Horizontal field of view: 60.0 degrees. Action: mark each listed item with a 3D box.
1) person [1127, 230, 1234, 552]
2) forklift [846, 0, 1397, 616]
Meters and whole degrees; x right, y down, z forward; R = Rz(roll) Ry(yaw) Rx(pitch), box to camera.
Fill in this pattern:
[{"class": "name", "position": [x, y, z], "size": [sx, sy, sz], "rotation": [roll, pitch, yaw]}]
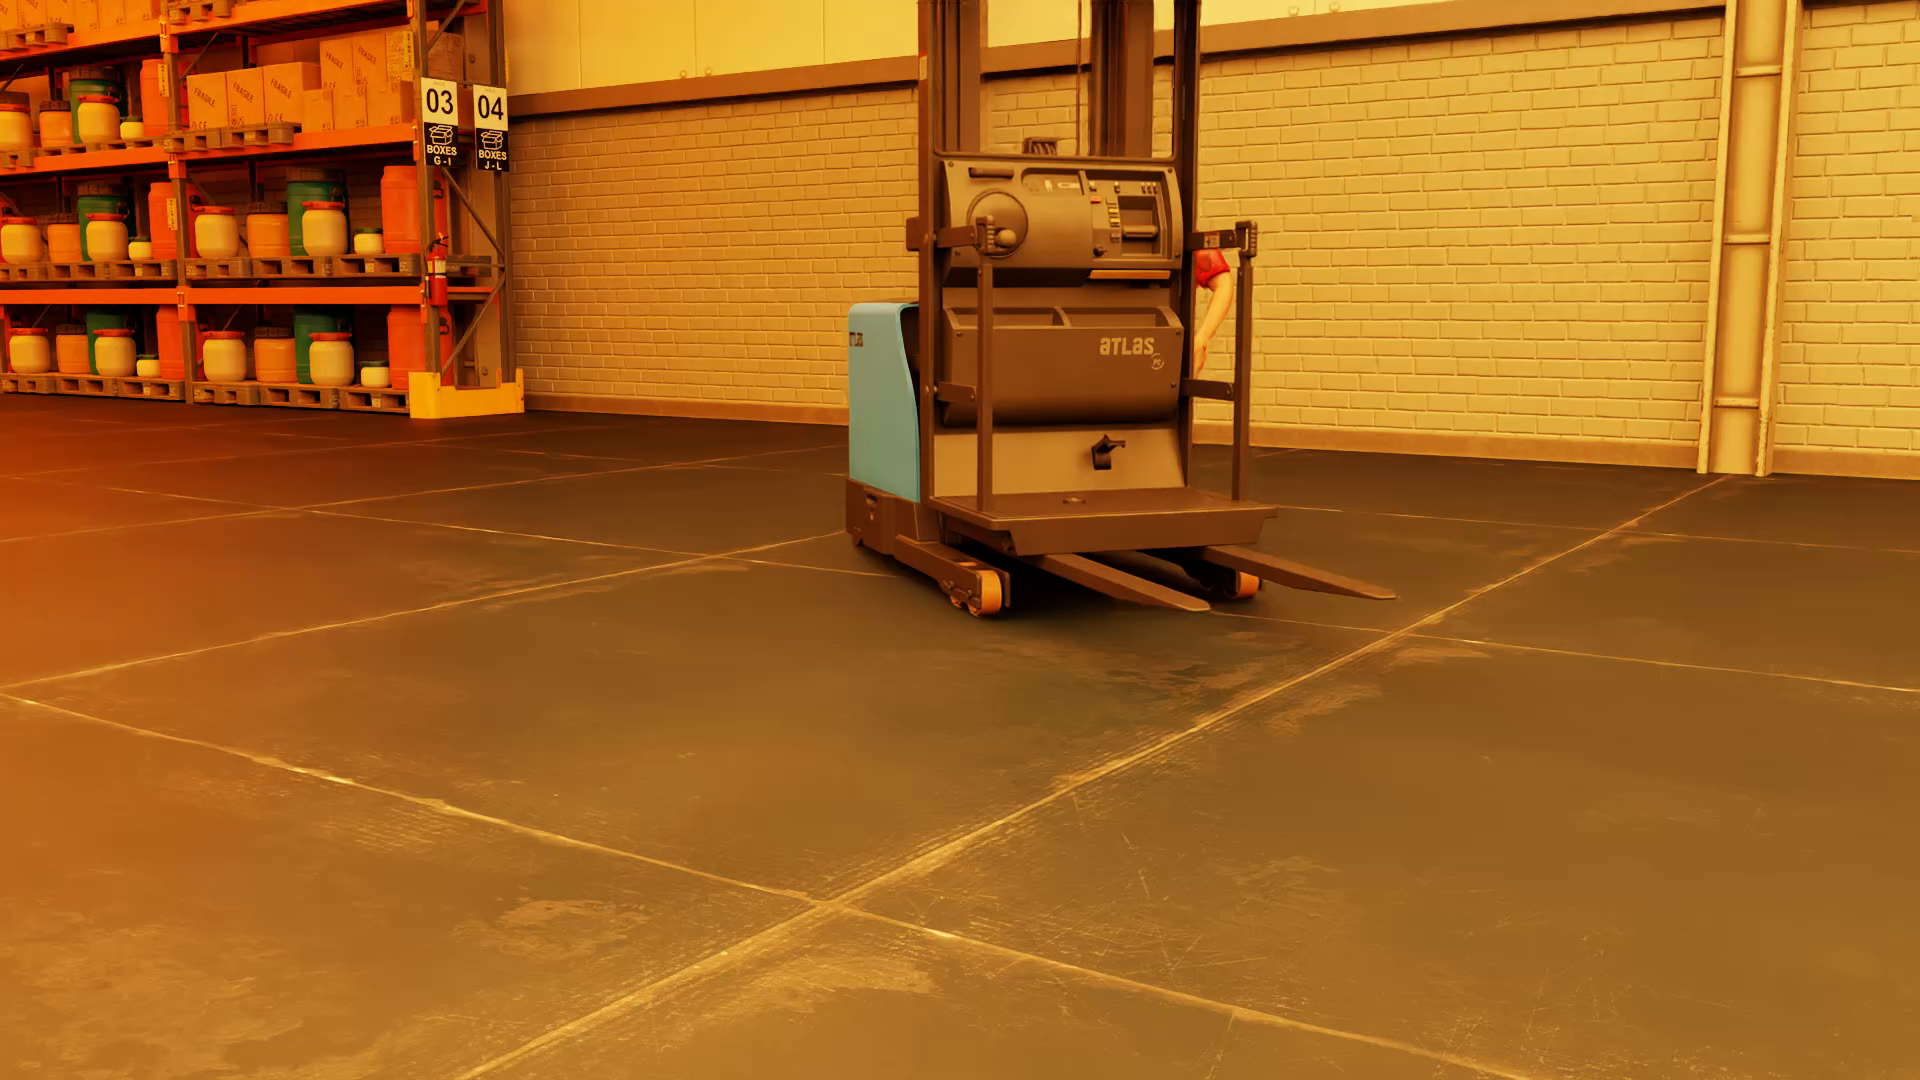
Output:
[{"class": "person", "position": [0.798, -0.817, 7.468], "size": [0.573, 1.680, 0.901], "rotation": [-4, 9, -24]}, {"class": "forklift", "position": [0.463, -1.250, 5.984], "size": [1.130, 2.935, 3.031], "rotation": [-3, 9, -19]}]
